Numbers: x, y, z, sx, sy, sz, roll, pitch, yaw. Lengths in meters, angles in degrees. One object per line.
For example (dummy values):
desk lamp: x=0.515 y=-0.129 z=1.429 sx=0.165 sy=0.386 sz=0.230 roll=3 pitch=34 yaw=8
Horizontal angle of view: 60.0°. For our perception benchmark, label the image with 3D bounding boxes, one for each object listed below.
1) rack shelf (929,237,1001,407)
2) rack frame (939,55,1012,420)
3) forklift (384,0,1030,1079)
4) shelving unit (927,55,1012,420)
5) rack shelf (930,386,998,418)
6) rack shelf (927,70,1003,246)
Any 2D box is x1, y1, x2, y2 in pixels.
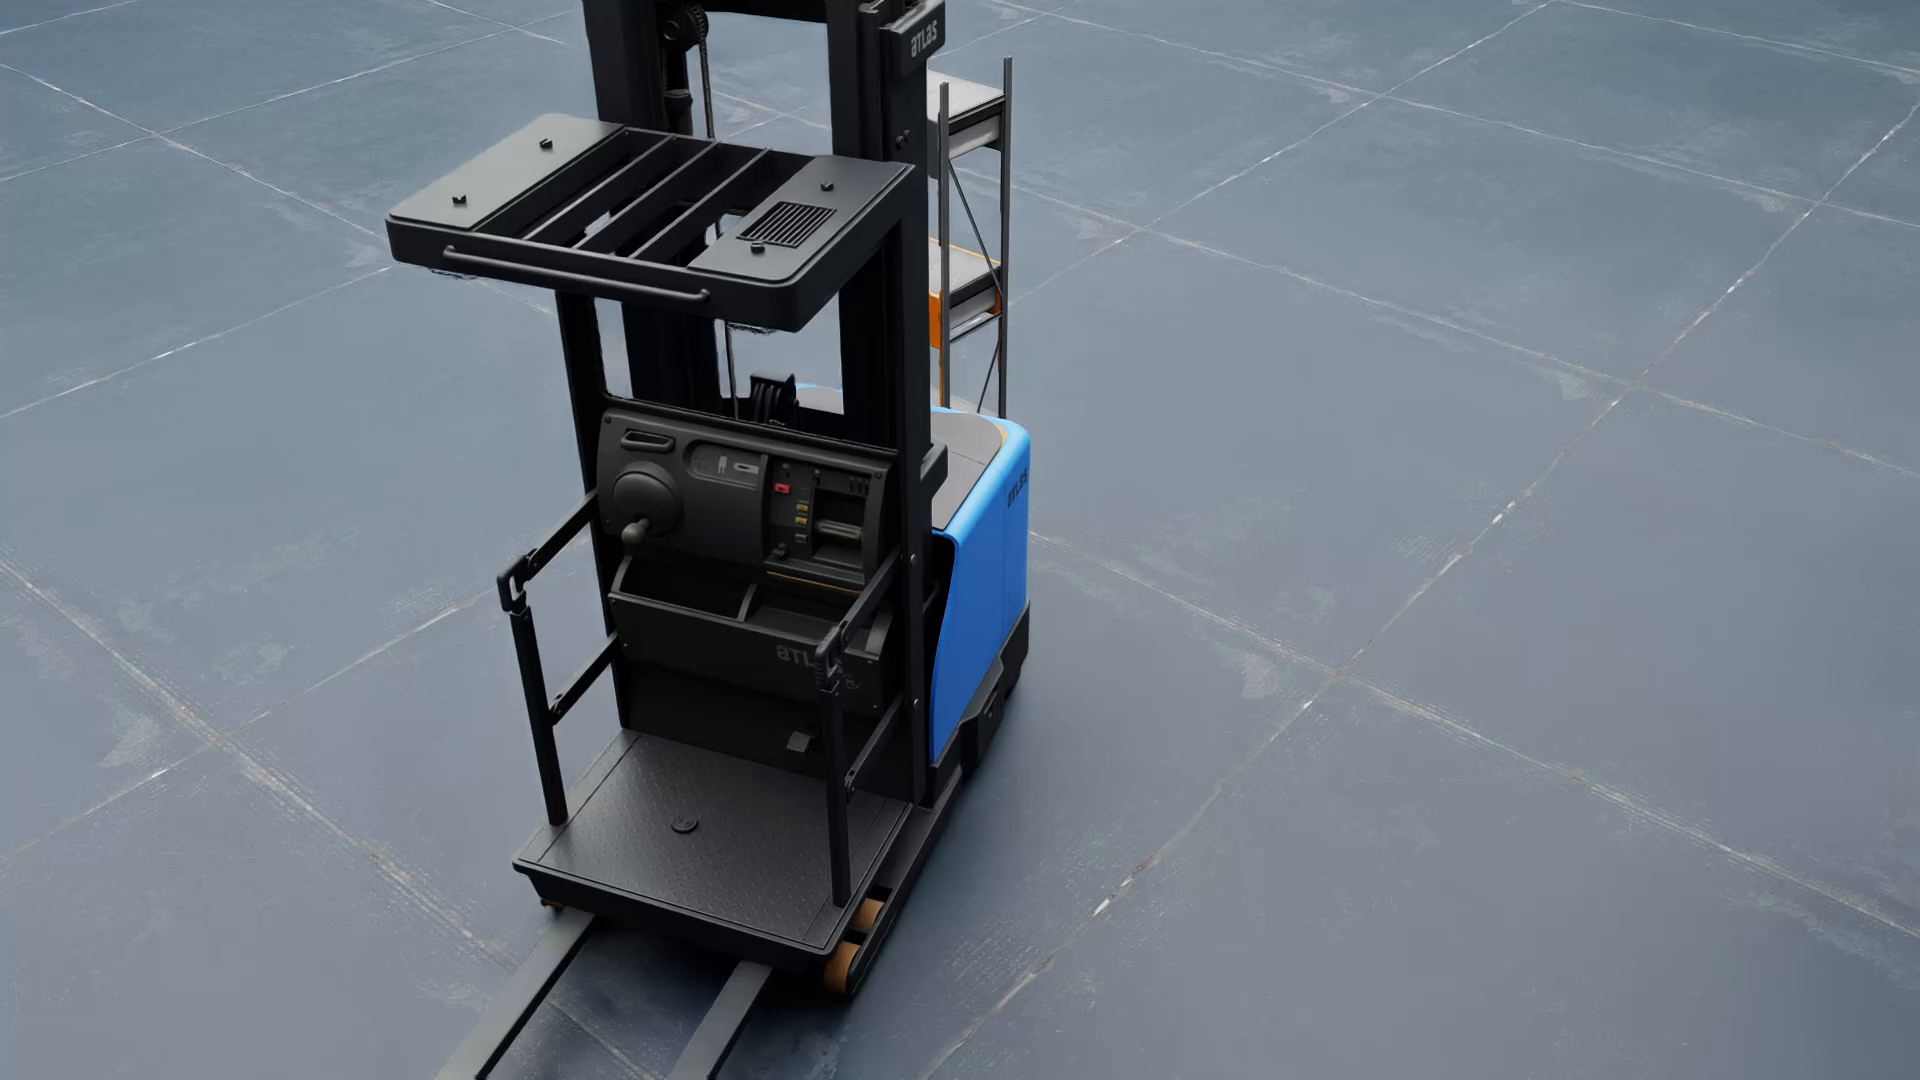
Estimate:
rack shelf: x=-0.127 y=-0.914 z=6.751 sx=0.480 sy=0.518 sz=0.431 roll=25 pitch=42 yaw=32
rack frame: x=0.060 y=-0.837 z=6.614 sx=0.015 sy=2.100 sz=0.400 roll=25 pitch=42 yaw=32
forklift: x=-0.726 y=-0.059 z=4.747 sx=1.130 sy=2.935 sz=3.031 roll=12 pitch=36 yaw=17
shelving unit: x=-0.127 y=-0.926 z=6.743 sx=0.503 sy=2.100 sz=0.431 roll=25 pitch=42 yaw=32
rack shelf: x=-0.127 y=-0.337 z=7.147 sx=0.480 sy=0.518 sz=0.431 roll=25 pitch=42 yaw=32
rack shelf: x=-0.127 y=-1.491 z=6.354 sx=0.480 sy=0.518 sz=0.431 roll=25 pitch=42 yaw=32
